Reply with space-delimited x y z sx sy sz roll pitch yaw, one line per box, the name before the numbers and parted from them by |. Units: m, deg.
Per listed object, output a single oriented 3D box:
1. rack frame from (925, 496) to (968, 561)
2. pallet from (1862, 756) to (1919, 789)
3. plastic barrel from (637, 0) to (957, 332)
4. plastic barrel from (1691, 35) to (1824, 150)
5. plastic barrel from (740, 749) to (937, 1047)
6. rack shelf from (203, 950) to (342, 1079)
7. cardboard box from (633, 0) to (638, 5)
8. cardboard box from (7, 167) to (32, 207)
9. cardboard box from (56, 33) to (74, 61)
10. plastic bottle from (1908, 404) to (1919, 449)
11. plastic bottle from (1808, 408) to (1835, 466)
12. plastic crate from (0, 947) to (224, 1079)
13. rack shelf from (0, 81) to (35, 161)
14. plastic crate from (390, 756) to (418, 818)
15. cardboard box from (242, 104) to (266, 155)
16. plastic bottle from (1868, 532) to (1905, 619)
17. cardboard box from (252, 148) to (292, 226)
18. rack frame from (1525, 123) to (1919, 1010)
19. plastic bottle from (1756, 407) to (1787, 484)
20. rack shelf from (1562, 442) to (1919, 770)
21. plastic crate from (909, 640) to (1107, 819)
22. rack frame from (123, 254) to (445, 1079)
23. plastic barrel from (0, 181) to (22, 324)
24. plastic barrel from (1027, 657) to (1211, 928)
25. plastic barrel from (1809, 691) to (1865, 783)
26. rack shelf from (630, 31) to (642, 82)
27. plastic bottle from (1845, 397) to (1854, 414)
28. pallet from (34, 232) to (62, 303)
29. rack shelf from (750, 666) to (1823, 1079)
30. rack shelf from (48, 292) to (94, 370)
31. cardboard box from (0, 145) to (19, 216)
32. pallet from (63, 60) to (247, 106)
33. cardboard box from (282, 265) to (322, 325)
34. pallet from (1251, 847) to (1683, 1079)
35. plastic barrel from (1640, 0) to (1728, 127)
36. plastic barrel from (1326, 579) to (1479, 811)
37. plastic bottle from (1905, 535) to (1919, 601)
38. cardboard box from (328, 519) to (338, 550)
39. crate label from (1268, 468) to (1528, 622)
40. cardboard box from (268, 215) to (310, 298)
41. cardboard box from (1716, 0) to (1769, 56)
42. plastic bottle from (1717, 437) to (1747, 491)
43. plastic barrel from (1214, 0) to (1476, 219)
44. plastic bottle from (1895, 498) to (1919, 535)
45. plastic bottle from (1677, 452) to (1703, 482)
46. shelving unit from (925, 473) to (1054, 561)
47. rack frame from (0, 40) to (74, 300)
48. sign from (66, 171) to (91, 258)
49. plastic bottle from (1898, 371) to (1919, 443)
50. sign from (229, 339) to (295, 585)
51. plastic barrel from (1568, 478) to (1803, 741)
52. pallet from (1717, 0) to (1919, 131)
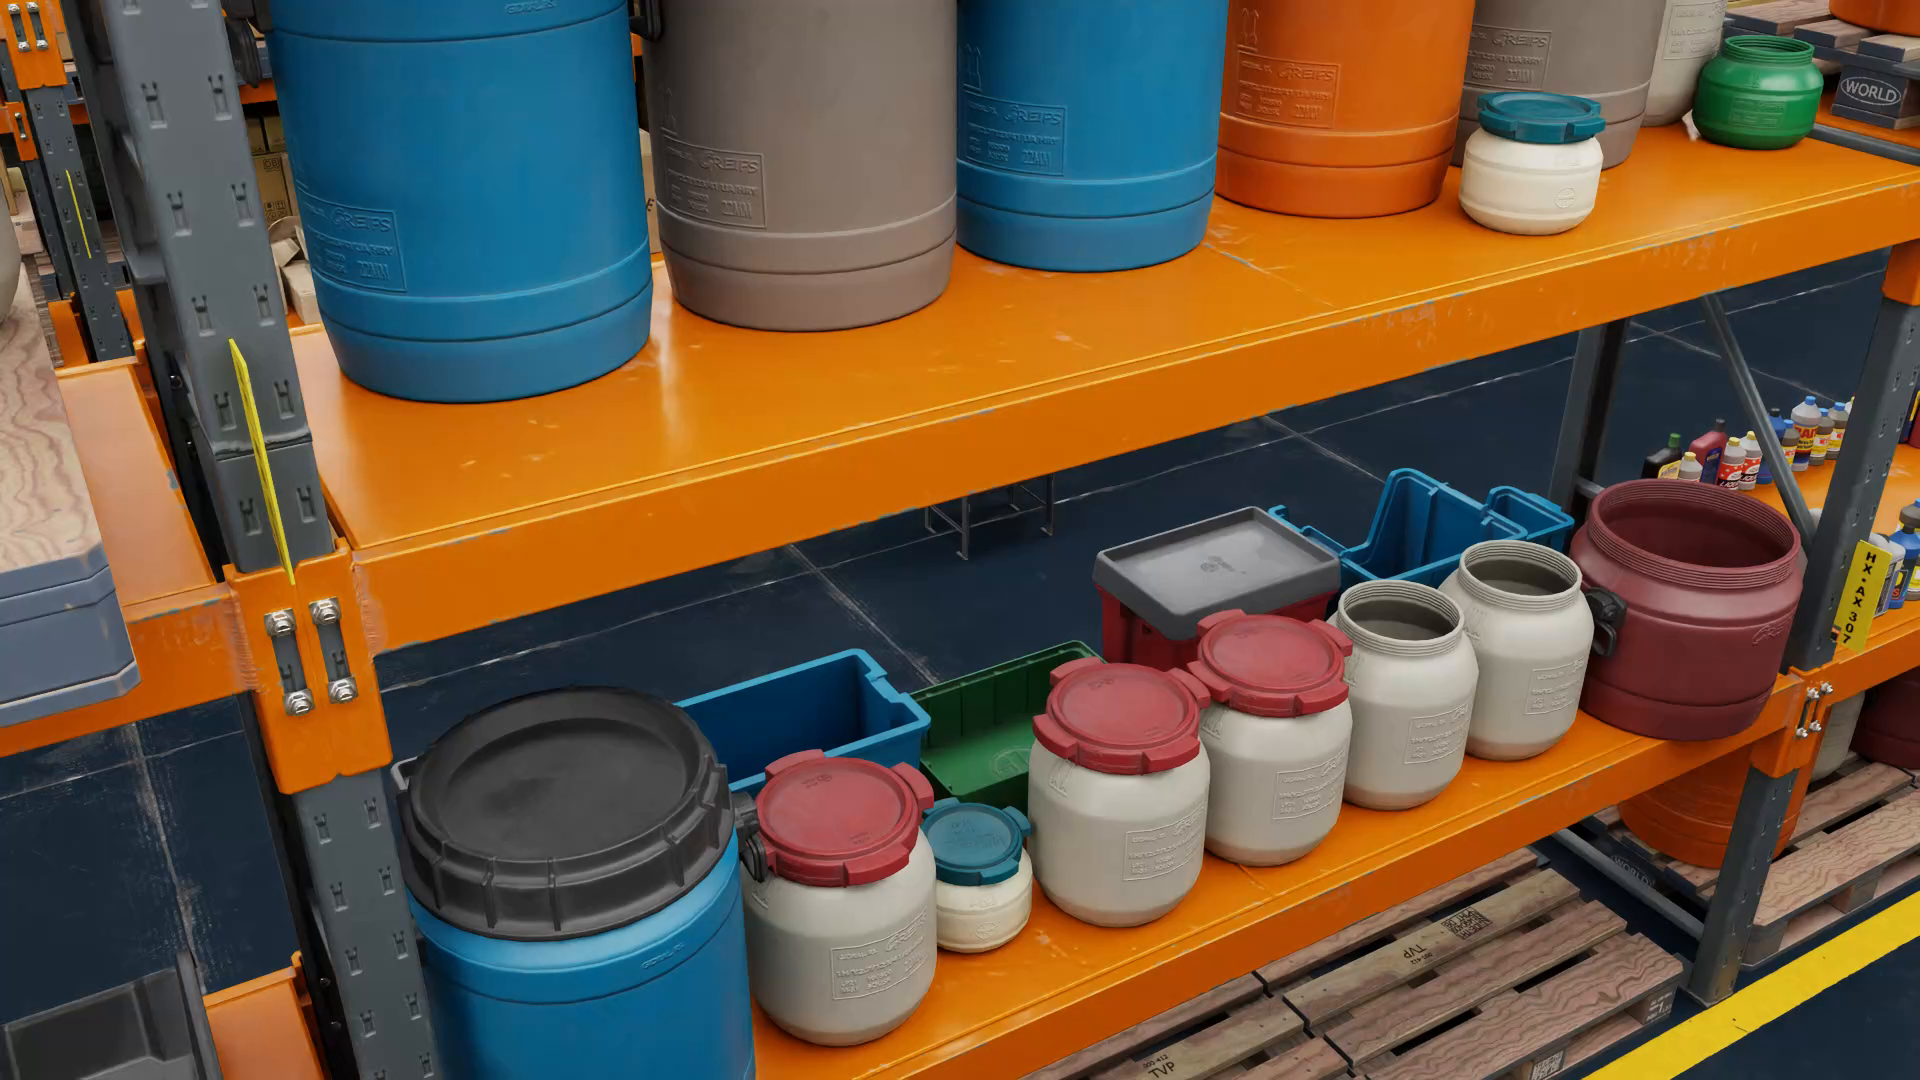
rack frame | -0.068 -0.900 7.708 0.015 2.100 0.400 -16 33 -26
pallet | 3.960 0.719 6.728 1.213 0.211 1.003 -16 33 -26
plastic barrel | -0.305 -0.923 3.195 0.600 0.901 0.600 0 29 0
plastic barrel | 2.064 -1.158 4.300 0.294 0.245 0.294 0 29 0
plastic barrel | -0.262 0.782 3.587 0.433 0.535 0.433 0 29 0
rack shelf | -2.922 1.789 2.648 4.000 0.370 1.077 -16 33 -26
cardboard box | -2.220 -4.317 12.535 0.500 0.500 0.500 -15 32 -25
cardboard box | -4.034 -1.422 6.948 0.250 0.149 0.380 -16 33 -26
cardboard box | -5.761 -3.489 10.909 0.500 0.500 0.700 -16 33 -26
plastic bottle | 3.601 -0.485 6.145 0.133 0.283 0.061 -16 33 -26
plastic bottle | 3.111 -0.380 6.040 0.097 0.201 0.097 0 29 0
plastic crate | -1.713 1.087 3.240 0.504 0.338 0.767 -16 33 -26
rack shelf | -7.941 -2.338 10.126 4.000 0.370 1.077 -16 33 -26
plastic crate | -0.935 0.711 3.791 0.583 0.464 0.402 -16 33 -26
cardboard box | -5.213 -2.865 11.693 0.500 0.250 0.500 -17 33 -27
plastic bottle | 2.788 0.089 5.113 0.135 0.276 0.152 -16 33 -26
cardboard box | -5.171 -2.575 11.943 0.500 0.500 0.700 -17 33 -27
rack frame | 2.251 0.006 5.135 0.127 3.000 1.000 -16 33 -26
plastic bottle | 2.859 -0.340 5.894 0.097 0.271 0.097 0 29 0
rack shelf | 3.975 -0.169 6.196 4.000 0.370 1.077 -16 33 -26
plastic crate | 0.161 0.534 4.398 0.662 0.188 0.450 -16 33 -26
rack frame | -1.198 0.985 3.361 0.127 3.000 1.000 -16 33 -26
plastic barrel | -1.668 -0.538 2.465 0.421 0.512 0.421 0 29 0
plastic barrel | 0.371 0.603 3.913 0.433 0.535 0.433 0 29 0
plastic barrel | 3.106 0.609 6.183 0.421 0.512 0.421 0 29 0
rack shelf | -1.044 -4.296 13.675 4.000 0.370 1.077 -16 33 -26
plastic bottle | 3.279 -0.428 6.127 0.097 0.201 0.097 0 29 0
pallet | -6.778 -1.742 11.189 1.213 0.211 1.003 -16 33 -26
rack shelf | 0.527 0.810 4.422 4.000 0.370 1.077 -16 33 -26
rack shelf | -5.428 -0.275 6.389 4.000 0.370 1.077 -16 33 -26
cardboard box | -4.083 -1.580 6.563 0.500 0.500 0.700 -16 33 -26
pallet | -5.484 -3.185 11.115 1.213 0.211 1.003 -16 33 -26
cardboard box | -2.836 -1.101 7.401 0.250 0.149 0.380 -16 33 -26
pallet | 1.563 1.400 5.495 1.213 0.211 1.003 -16 33 -26
plastic barrel | 1.828 -1.408 4.477 0.421 0.512 0.421 0 29 0
plastic barrel | 1.109 0.401 4.304 0.421 0.512 0.421 0 29 0
plastic bottle | 2.986 0.081 5.205 0.097 0.201 0.097 0 29 0
cardboard box | -2.789 -0.180 7.882 0.500 0.250 0.500 -15 32 -25
crate label | 1.257 0.121 4.890 0.616 0.435 0.502 -16 33 -26
cardboard box | -3.039 -1.313 7.663 0.258 0.266 0.396 -17 33 -28
cardboard box | 5.081 -3.466 11.323 0.500 0.500 0.500 -16 33 -27
plastic bottle | 2.691 -0.261 5.825 0.097 0.201 0.097 0 29 0
plastic barrel | 0.869 -1.225 3.816 0.708 0.830 0.600 -16 33 -26
plastic bottle | 3.107 -0.039 5.422 0.097 0.201 0.097 0 29 0
plastic bottle | 2.492 -0.205 5.722 0.097 0.201 0.097 0 29 0
shelving unit | 0.143 -0.960 7.816 0.503 2.100 0.431 -16 33 -26
rack frame | -6.217 -3.142 10.840 0.127 3.000 1.000 -16 33 -26
sign | -3.421 -1.262 6.455 0.005 0.325 0.100 -16 33 -26
plastic bottle | 3.527 -0.551 6.195 0.185 0.351 0.144 -16 33 -26
sign | -0.929 -0.101 2.214 0.005 0.325 0.100 -16 33 -26
plastic barrel | 2.004 0.186 4.668 0.708 0.536 0.600 -16 33 -26
pallet | 2.960 -1.371 4.722 1.213 0.211 1.003 -16 33 -26
